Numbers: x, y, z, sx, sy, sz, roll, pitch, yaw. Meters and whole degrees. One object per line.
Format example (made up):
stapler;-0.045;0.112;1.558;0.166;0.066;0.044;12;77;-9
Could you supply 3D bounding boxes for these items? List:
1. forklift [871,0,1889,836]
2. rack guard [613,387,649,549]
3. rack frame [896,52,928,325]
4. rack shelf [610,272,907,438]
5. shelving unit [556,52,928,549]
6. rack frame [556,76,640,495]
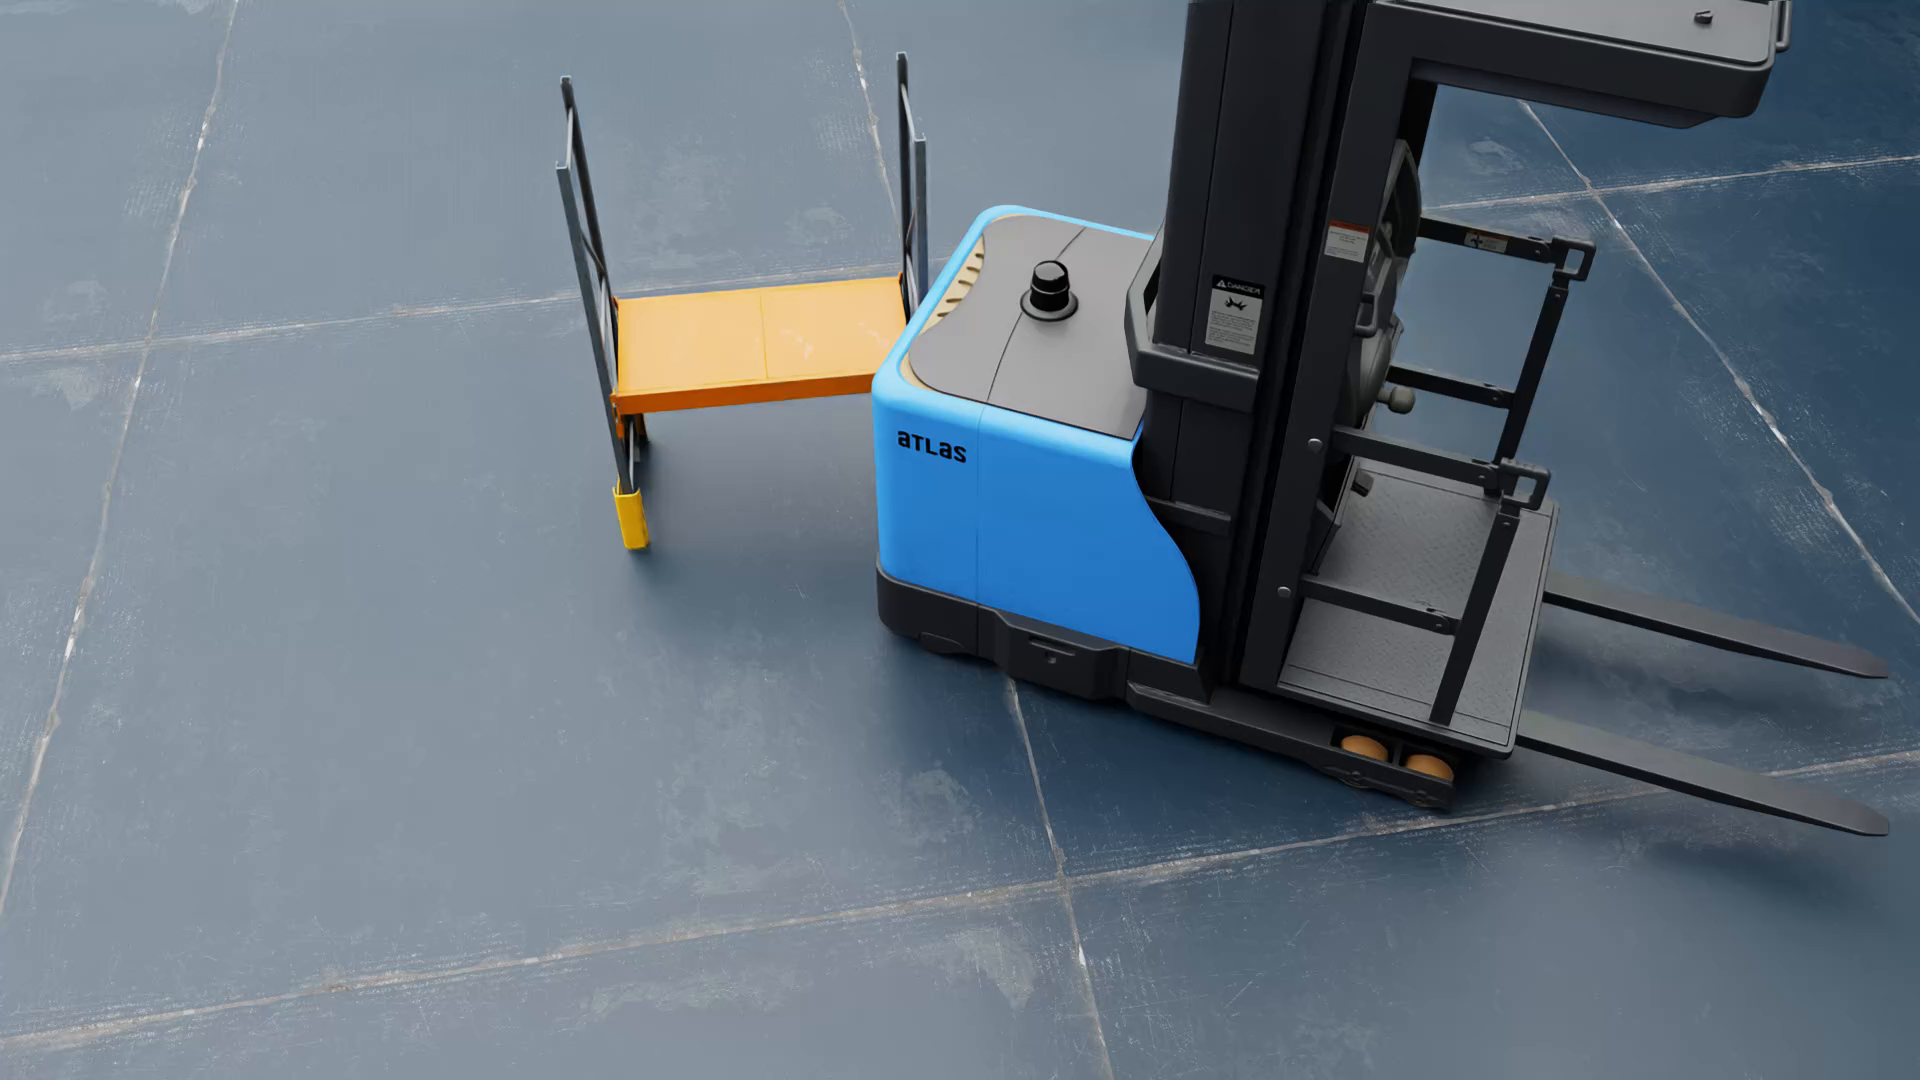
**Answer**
forklift;1.303;-0.654;4.345;3.031;2.935;1.130;16;48;14
rack guard;-1.153;-0.268;5.834;0.087;0.250;0.587;-6;46;-5
rack frame;-0.148;-0.802;5.481;0.032;1.500;0.500;-6;46;-5
rack shelf;-0.651;-0.627;5.562;1.000;0.185;0.538;-6;46;-5
shelving unit;-0.660;-0.751;5.432;1.083;1.500;0.587;-6;46;-5
rack frame;-1.155;-0.701;5.384;0.032;1.500;0.500;-6;46;-5
